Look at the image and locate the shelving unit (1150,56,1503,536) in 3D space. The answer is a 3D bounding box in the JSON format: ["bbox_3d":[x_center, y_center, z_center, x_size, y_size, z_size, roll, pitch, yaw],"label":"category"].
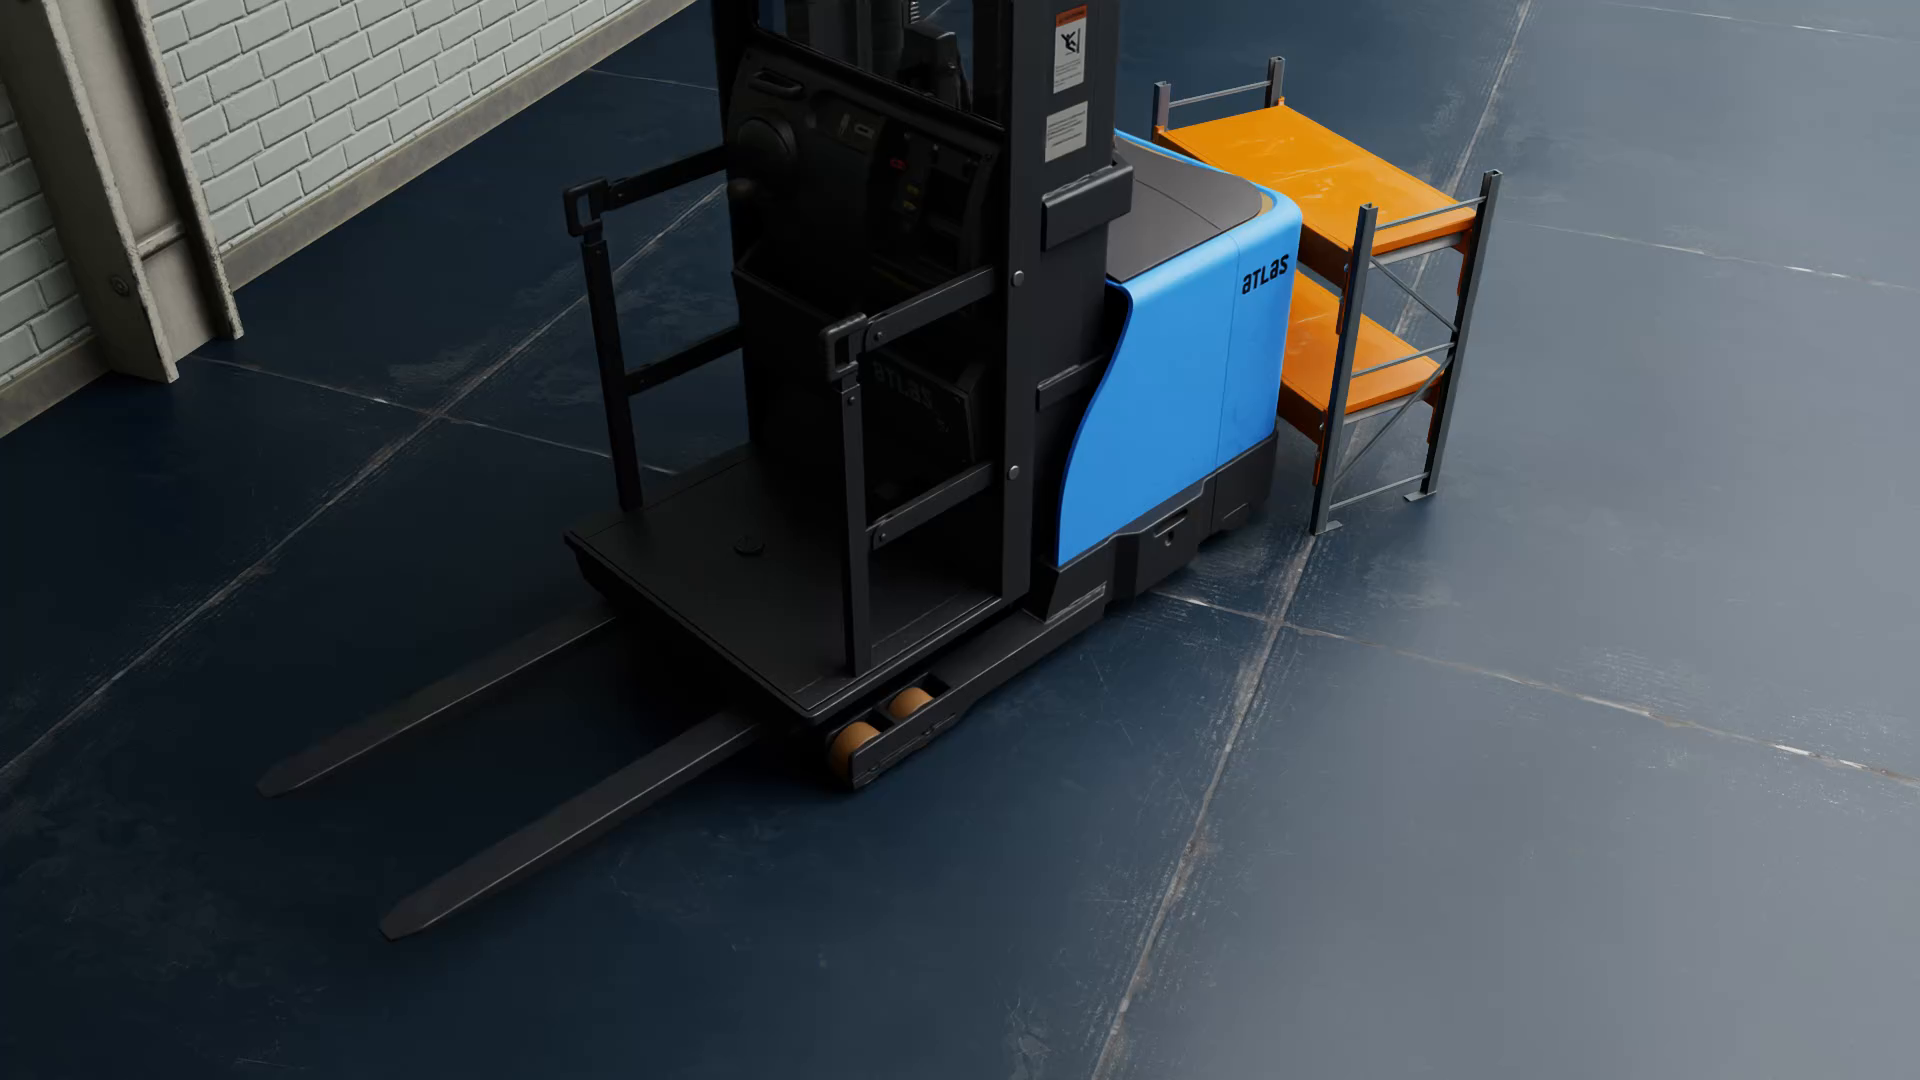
[{"bbox_3d":[1.092,-0.809,5.393,0.538,1.125,1.048,-18,40,-23],"label":"shelving unit"}]

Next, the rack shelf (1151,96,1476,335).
[{"bbox_3d":[1.092,-1.043,5.217,0.538,0.278,1.000,-18,40,-23],"label":"rack shelf"}]

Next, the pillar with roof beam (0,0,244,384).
[{"bbox_3d":[1.057,-3.333,2.192,9.100,9.000,0.400,14,39,18],"label":"pillar with roof beam"}]

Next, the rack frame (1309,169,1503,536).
[{"bbox_3d":[1.335,-0.541,5.035,0.500,1.125,0.032,-18,40,-23],"label":"rack frame"}]

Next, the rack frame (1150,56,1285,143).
[{"bbox_3d":[0.849,-1.076,5.750,0.500,1.125,0.032,-18,40,-23],"label":"rack frame"}]

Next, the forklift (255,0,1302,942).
[{"bbox_3d":[-0.409,-0.879,3.978,3.031,2.935,1.130,-30,46,-34],"label":"forklift"}]

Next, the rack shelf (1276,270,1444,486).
[{"bbox_3d":[1.092,-0.613,5.539,0.538,0.278,1.000,-18,40,-23],"label":"rack shelf"}]
